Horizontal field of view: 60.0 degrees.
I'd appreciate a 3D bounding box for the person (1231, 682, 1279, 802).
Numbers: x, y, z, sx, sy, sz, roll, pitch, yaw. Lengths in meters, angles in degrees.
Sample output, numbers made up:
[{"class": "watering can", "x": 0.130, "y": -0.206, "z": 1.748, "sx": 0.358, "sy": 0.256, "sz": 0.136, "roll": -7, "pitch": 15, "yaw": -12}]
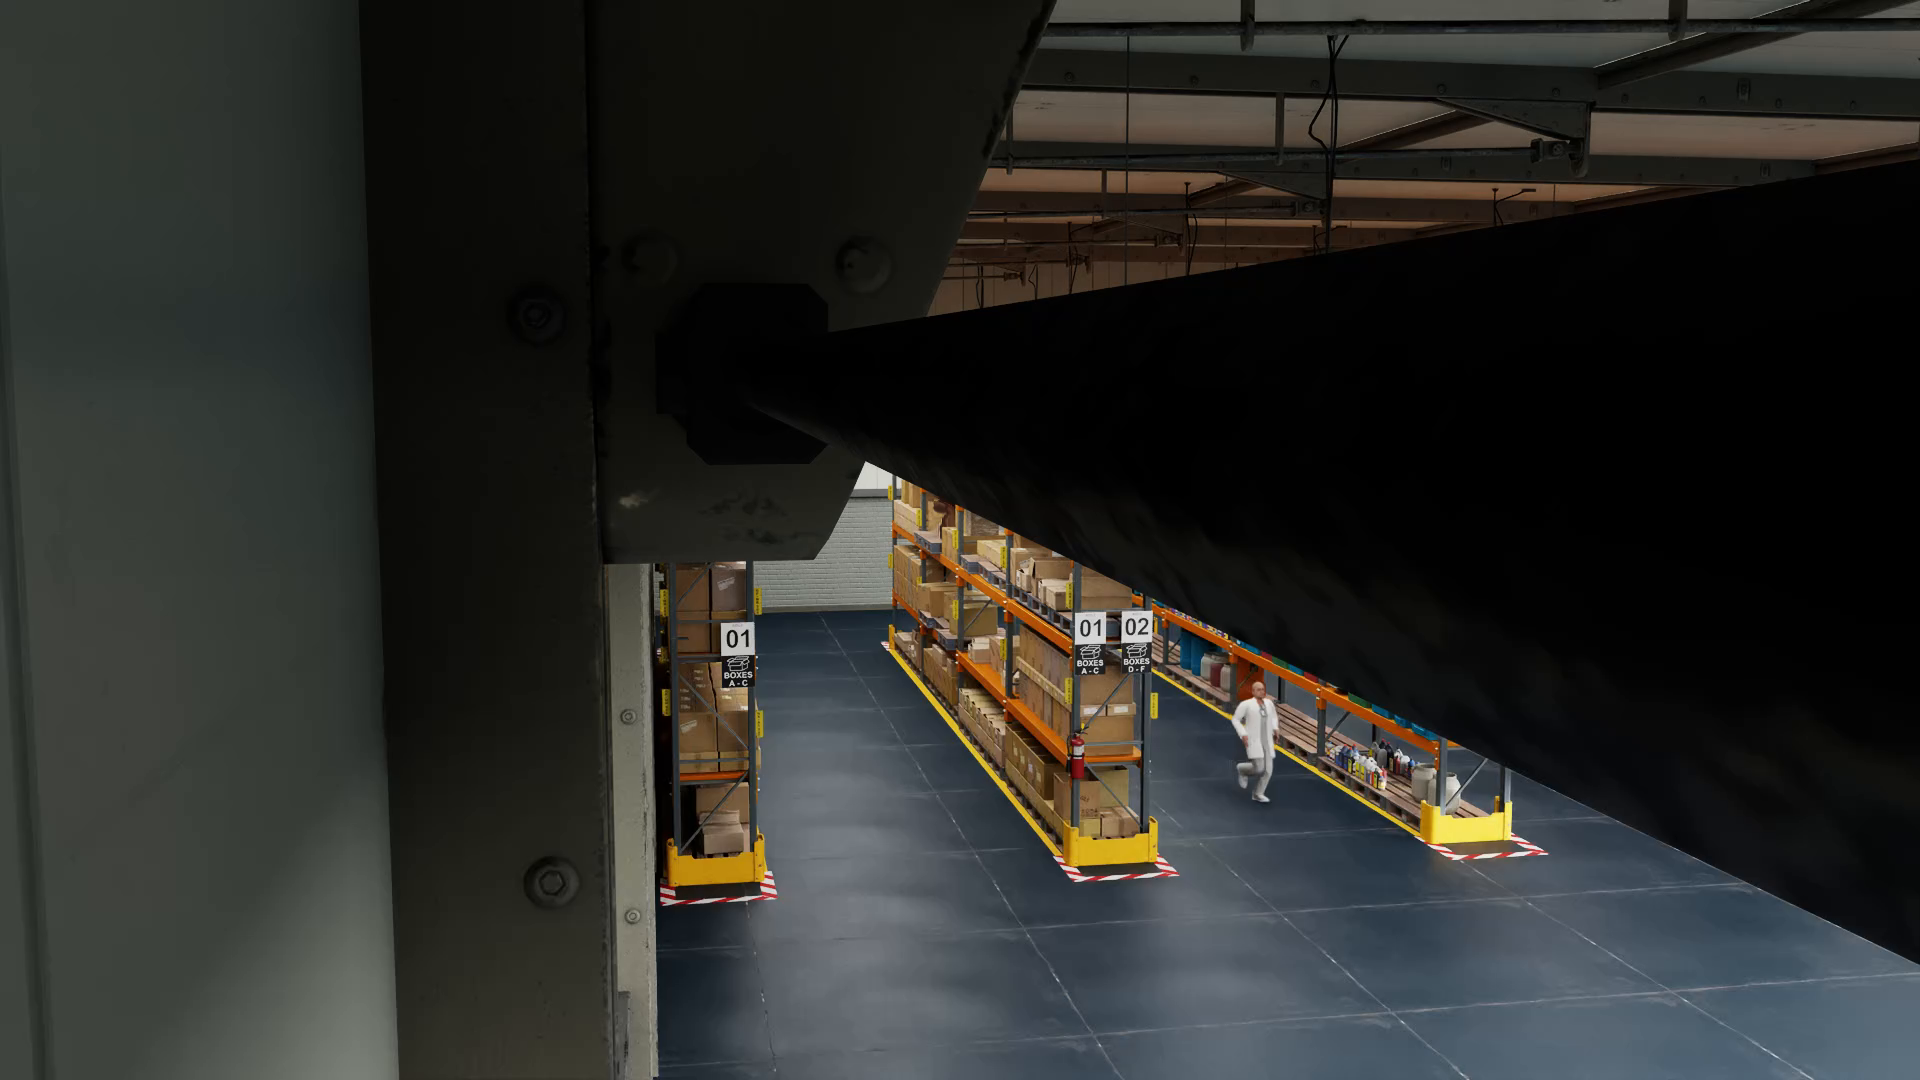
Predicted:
[{"class": "person", "x": 4.286, "y": 2.899, "z": 23.933, "sx": 0.724, "sy": 1.730, "sz": 0.630, "roll": -2, "pitch": 7, "yaw": -20}]
